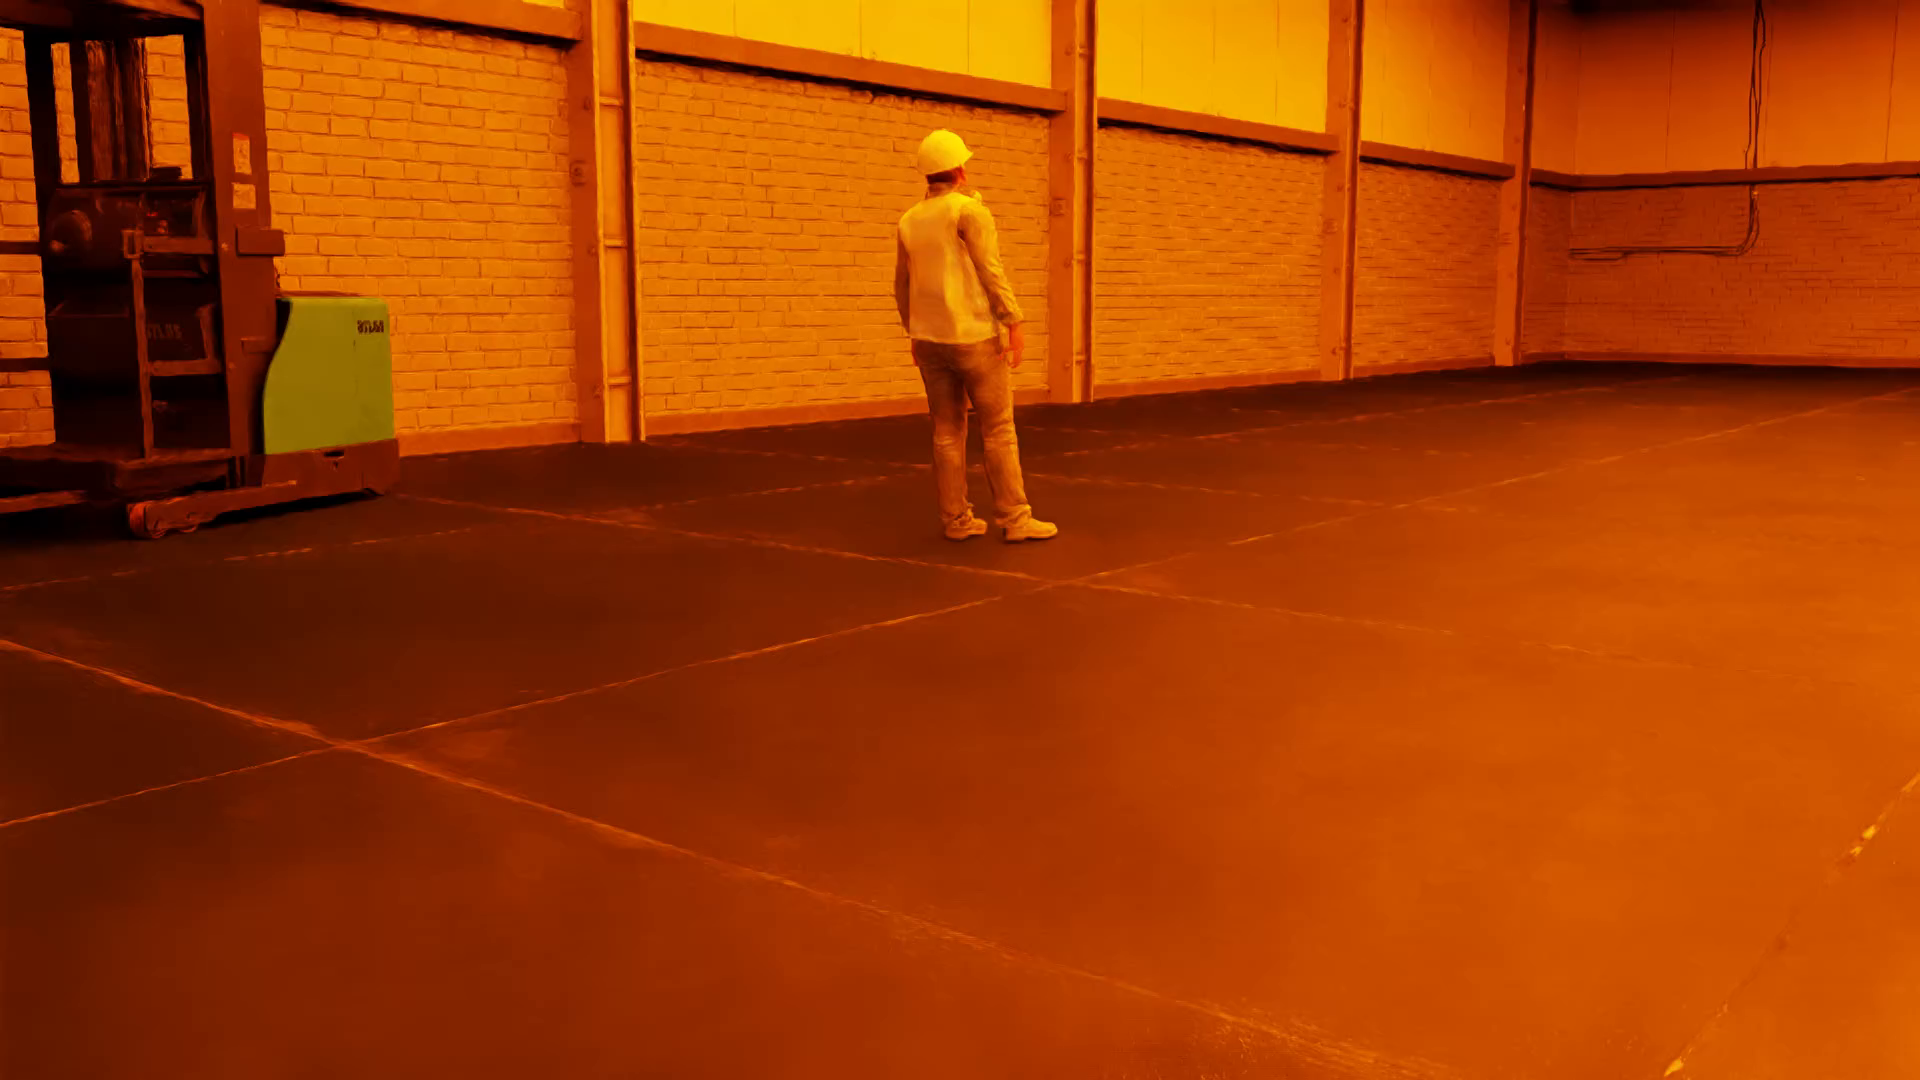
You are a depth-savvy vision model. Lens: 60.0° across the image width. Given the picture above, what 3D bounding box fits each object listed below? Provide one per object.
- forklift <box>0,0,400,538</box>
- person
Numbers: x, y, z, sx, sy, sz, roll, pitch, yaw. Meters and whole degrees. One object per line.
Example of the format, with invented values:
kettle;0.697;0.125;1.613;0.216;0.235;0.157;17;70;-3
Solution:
forklift;-4.014;-1.521;7.676;1.130;2.935;3.031;3;9;19
person;0.046;-0.891;7.318;0.632;1.773;0.567;7;11;38
